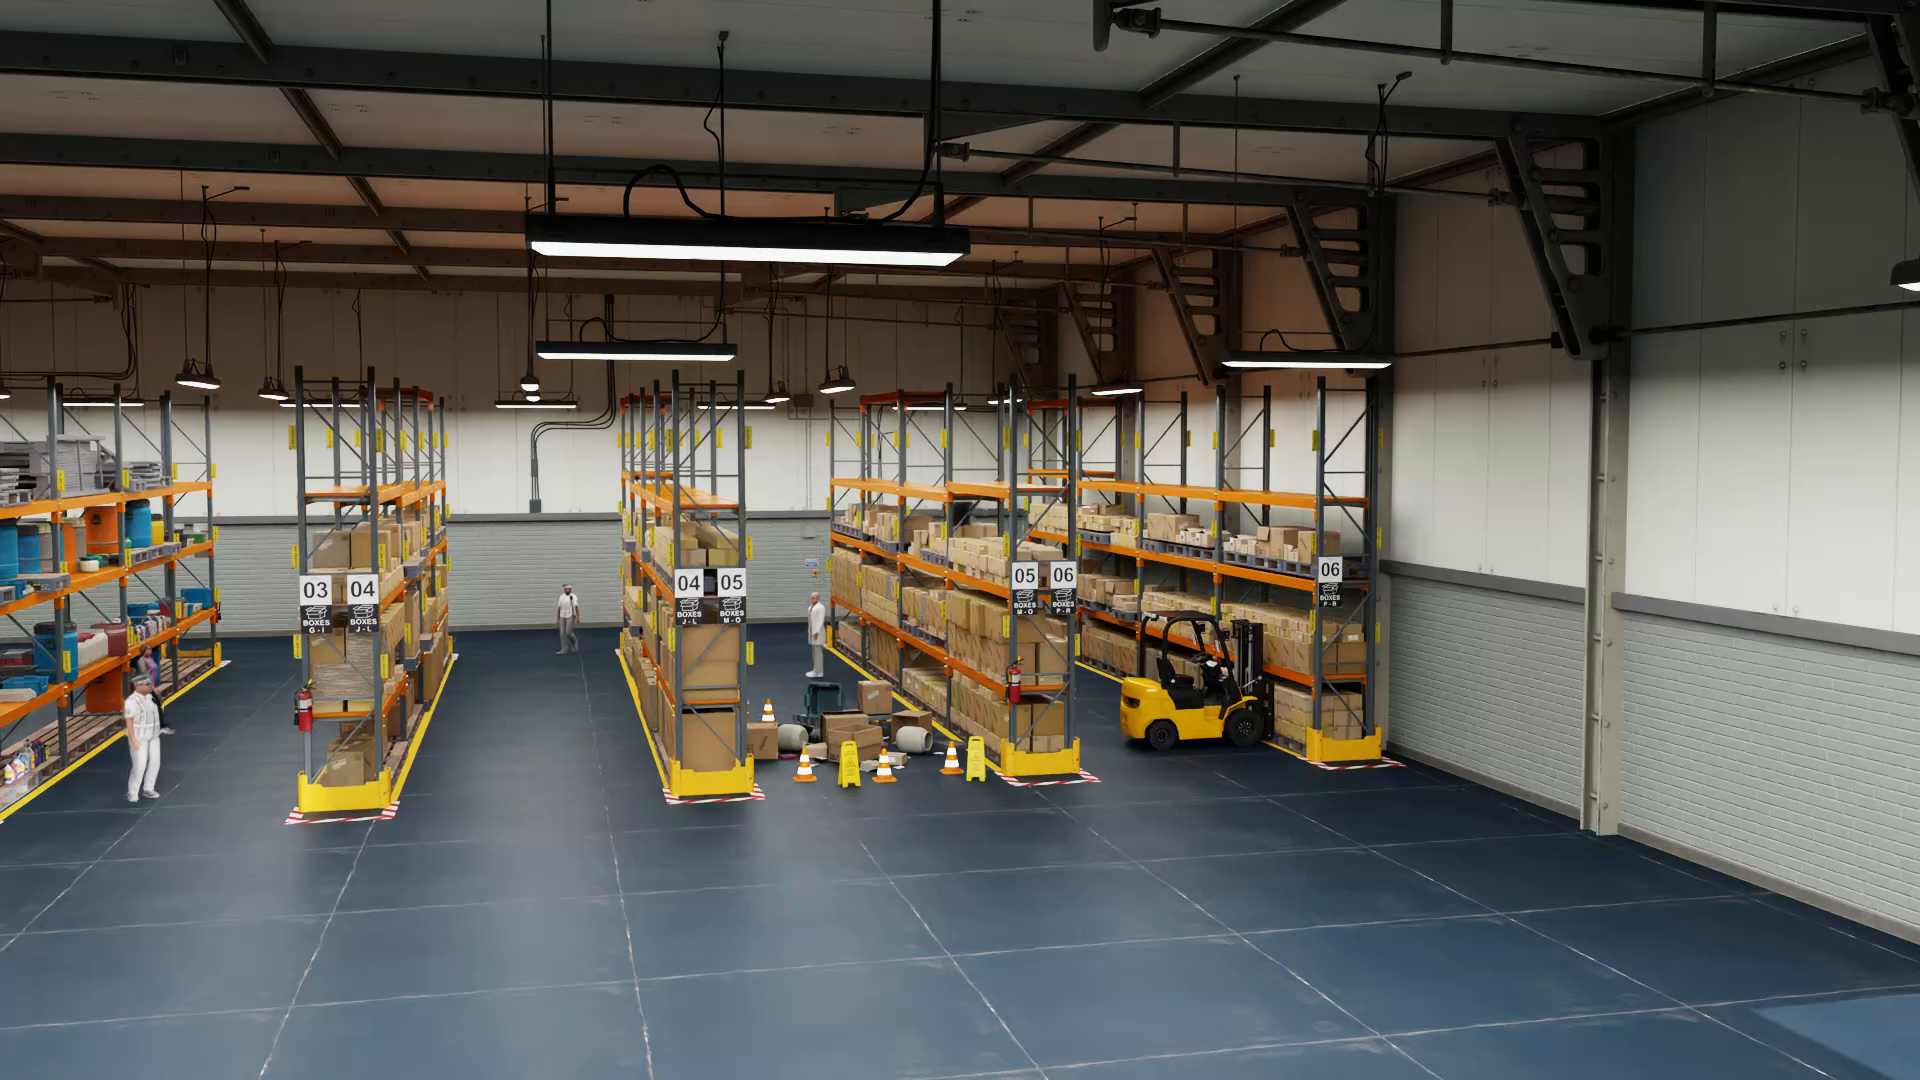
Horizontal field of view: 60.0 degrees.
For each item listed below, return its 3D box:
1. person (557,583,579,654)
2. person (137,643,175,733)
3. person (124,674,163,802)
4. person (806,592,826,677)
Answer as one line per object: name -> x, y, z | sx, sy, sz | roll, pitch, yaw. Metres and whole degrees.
person -> -9.170, 1.833, 38.888 | 0.483, 1.669, 0.470 | 1, 4, 23
person -> -13.683, 2.528, 28.147 | 0.668, 1.592, 0.475 | -2, 4, -24
person -> -11.428, 2.787, 23.296 | 0.415, 1.848, 0.586 | 1, 4, 24
person -> -3.096, 1.998, 35.244 | 0.463, 1.790, 0.600 | -2, 4, -30
